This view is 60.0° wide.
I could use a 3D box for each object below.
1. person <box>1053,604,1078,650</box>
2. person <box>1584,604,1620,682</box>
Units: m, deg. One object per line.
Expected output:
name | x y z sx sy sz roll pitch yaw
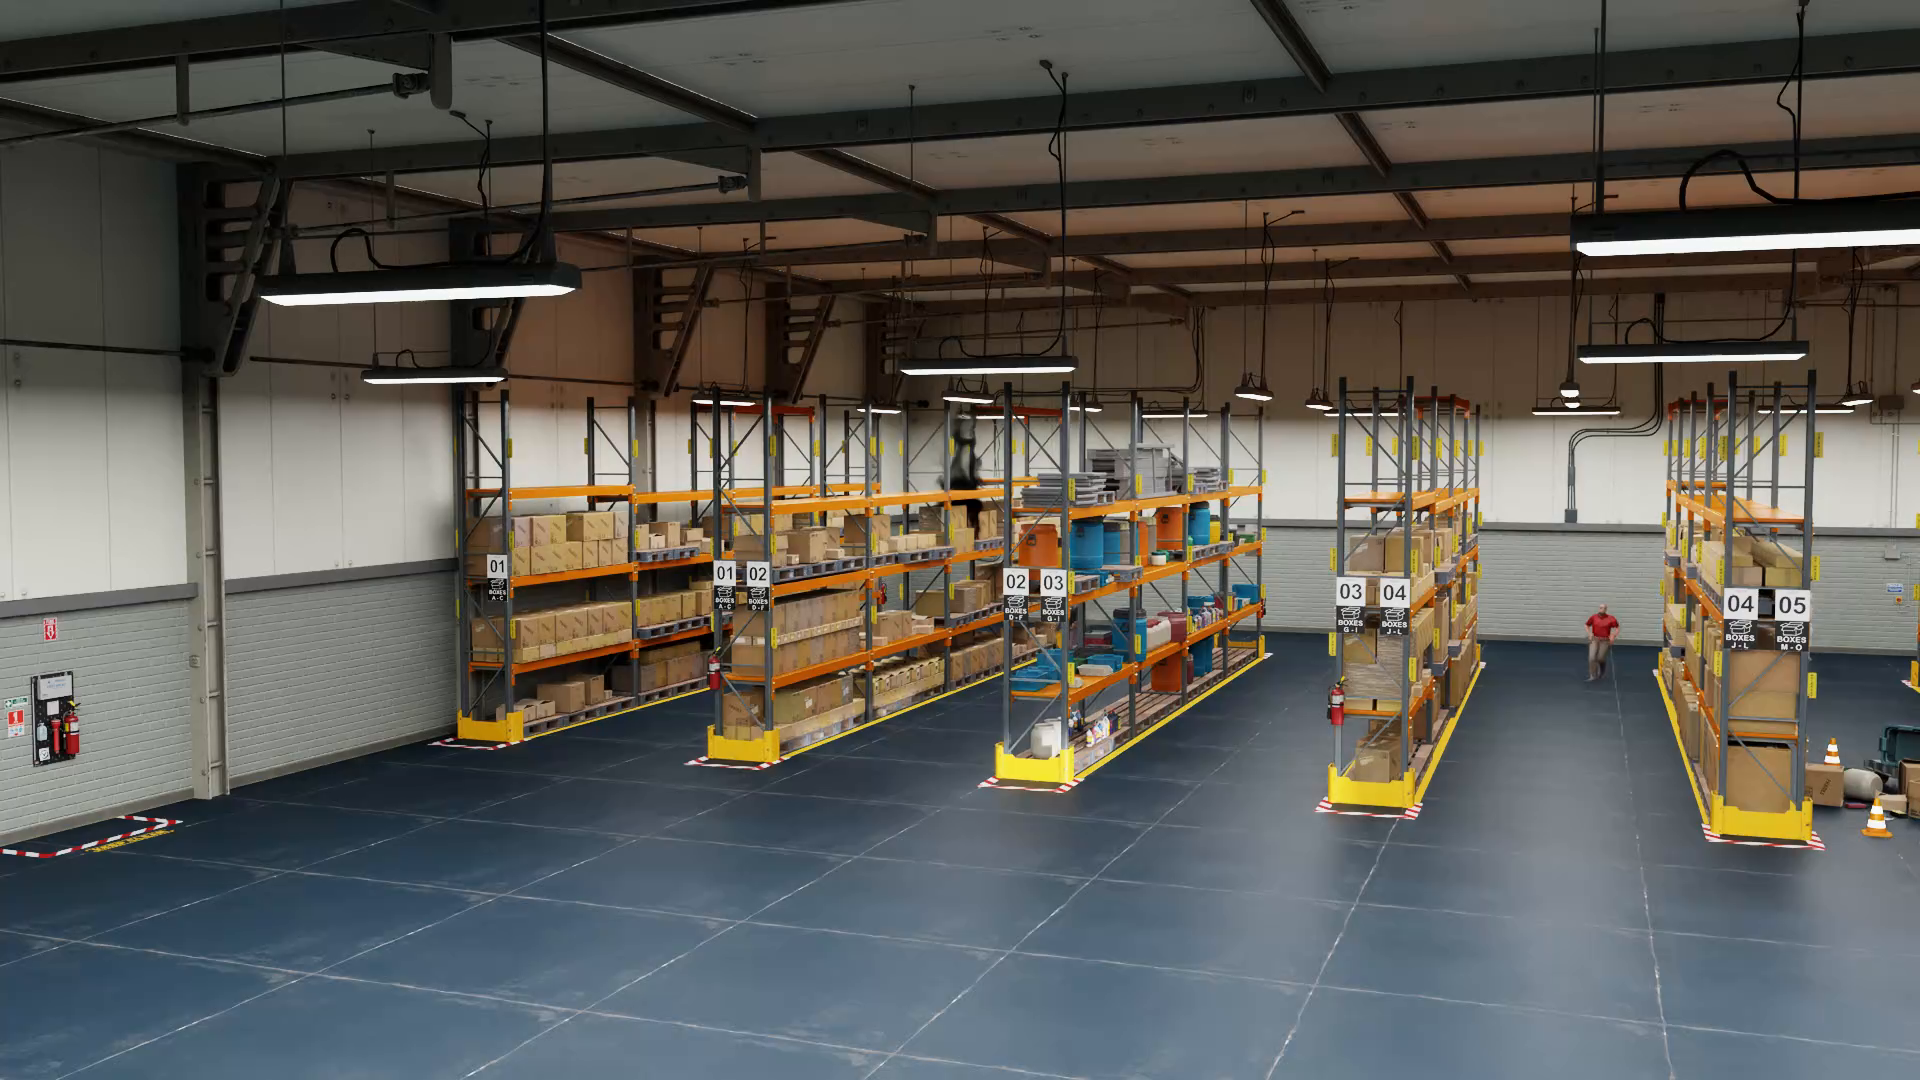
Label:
person | 2.258 1.936 35.319 0.660 1.692 0.522 1 3 11
person | 13.756 2.208 35.705 0.705 1.691 0.593 2 4 33
